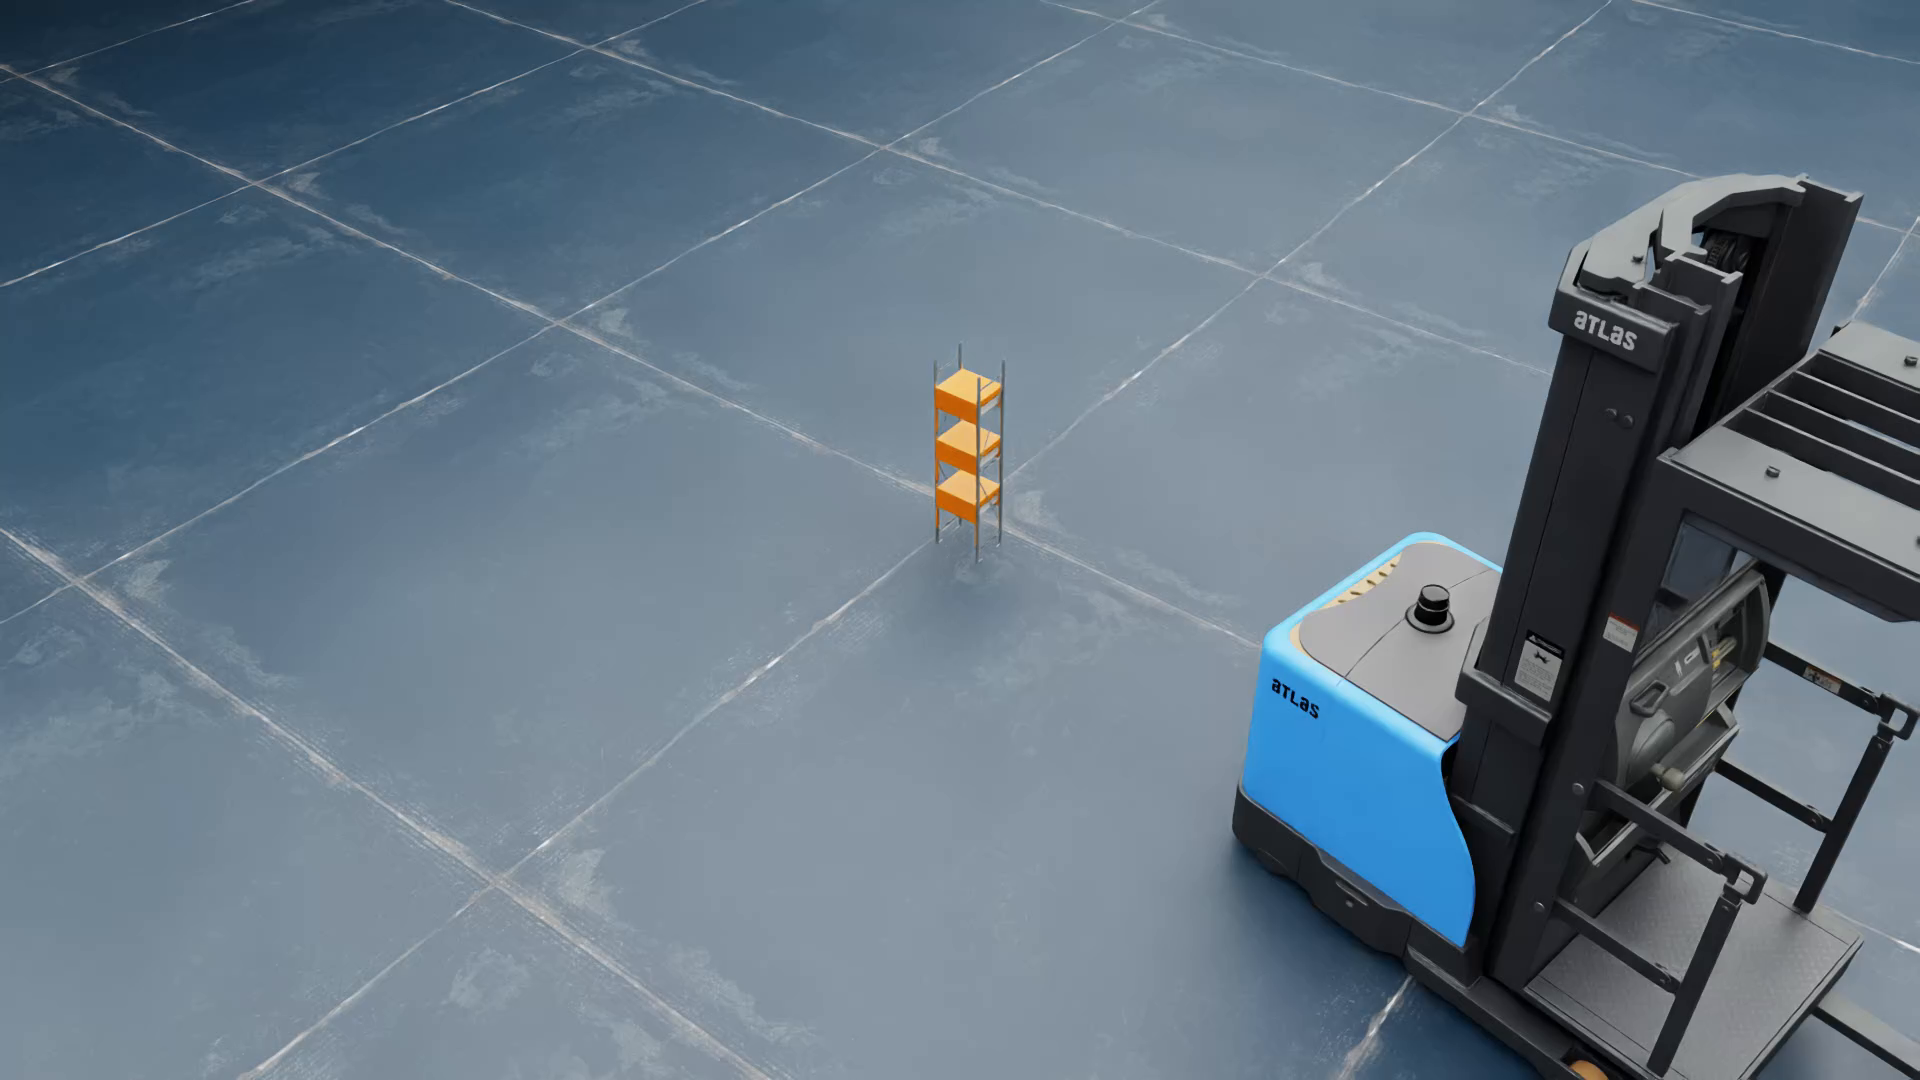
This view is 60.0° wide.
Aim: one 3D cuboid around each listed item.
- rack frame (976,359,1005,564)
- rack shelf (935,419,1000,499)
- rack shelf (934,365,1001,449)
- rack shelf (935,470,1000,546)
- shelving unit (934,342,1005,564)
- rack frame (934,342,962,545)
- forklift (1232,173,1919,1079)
[{"bbox_3d":[0.139,-0.348,7.703,0.008,1.050,0.200,25,45,29],"label":"rack frame"},{"bbox_3d":[0.042,-0.385,7.768,0.240,0.259,0.215,25,45,29],"label":"rack shelf"},{"bbox_3d":[0.042,-0.608,7.593,0.240,0.259,0.215,25,45,29],"label":"rack shelf"},{"bbox_3d":[0.042,-0.166,7.939,0.240,0.259,0.215,25,45,29],"label":"rack shelf"},{"bbox_3d":[0.042,-0.393,7.762,0.252,1.050,0.215,25,45,29],"label":"shelving unit"},{"bbox_3d":[-0.054,-0.439,7.820,0.008,1.050,0.200,25,45,29],"label":"rack frame"},{"bbox_3d":[2.430,0.509,5.083,1.130,2.935,3.031,-29,46,-32],"label":"forklift"}]
